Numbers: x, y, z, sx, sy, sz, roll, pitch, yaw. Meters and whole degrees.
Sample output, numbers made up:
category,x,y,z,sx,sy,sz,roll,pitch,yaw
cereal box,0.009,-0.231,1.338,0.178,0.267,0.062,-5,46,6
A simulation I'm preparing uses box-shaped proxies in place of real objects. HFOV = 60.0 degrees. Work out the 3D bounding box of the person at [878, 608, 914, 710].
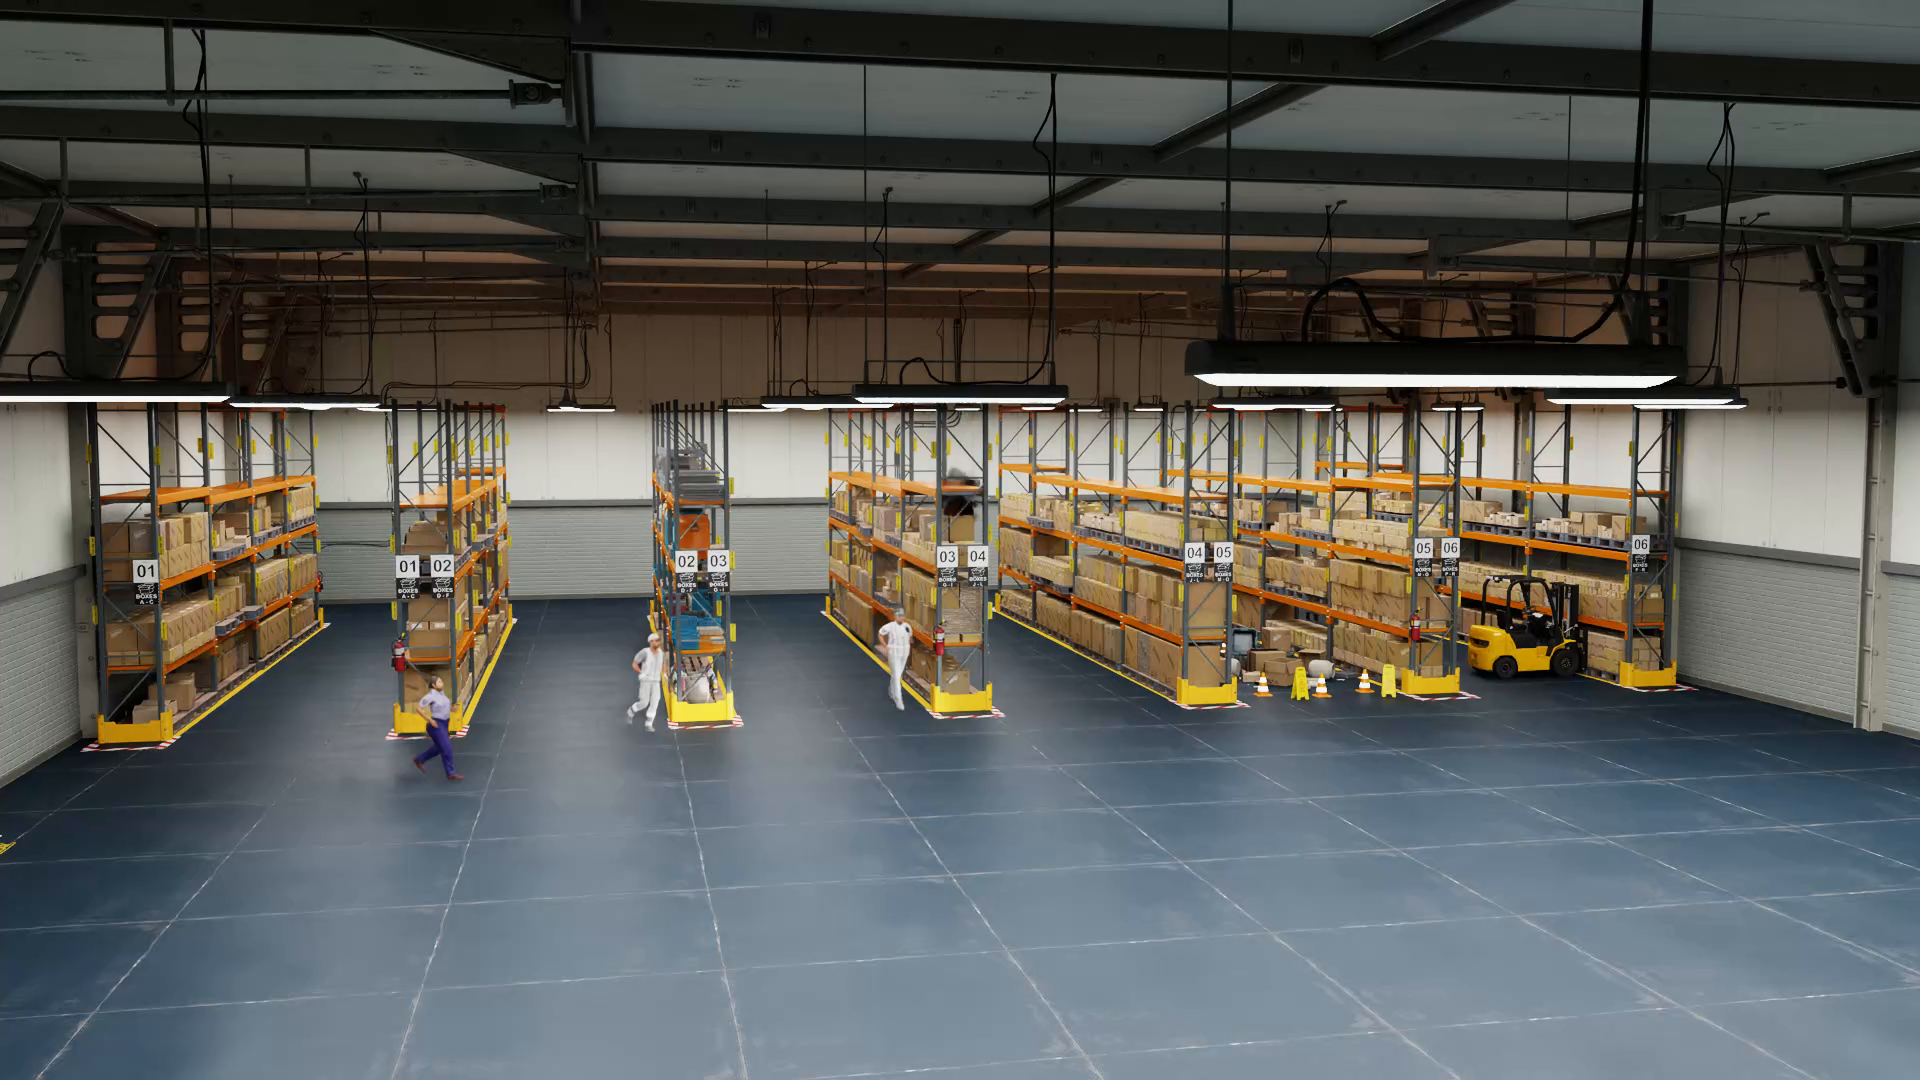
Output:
category,x,y,z,sx,sy,sz,roll,pitch,yaw
person,-1.154,2.227,31.519,0.635,1.893,0.750,-3,5,-36

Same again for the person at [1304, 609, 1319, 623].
category,x,y,z,sx,sy,sz,roll,pitch,yaw
person,9.555,1.486,45.081,0.681,1.713,0.917,-1,4,-14

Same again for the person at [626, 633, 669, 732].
category,x,y,z,sx,sy,sz,roll,pitch,yaw
person,-5.636,2.569,30.286,0.757,1.747,0.727,4,6,45

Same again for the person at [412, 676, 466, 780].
category,x,y,z,sx,sy,sz,roll,pitch,yaw
person,-8.194,2.934,26.059,0.913,1.623,0.615,0,4,5
